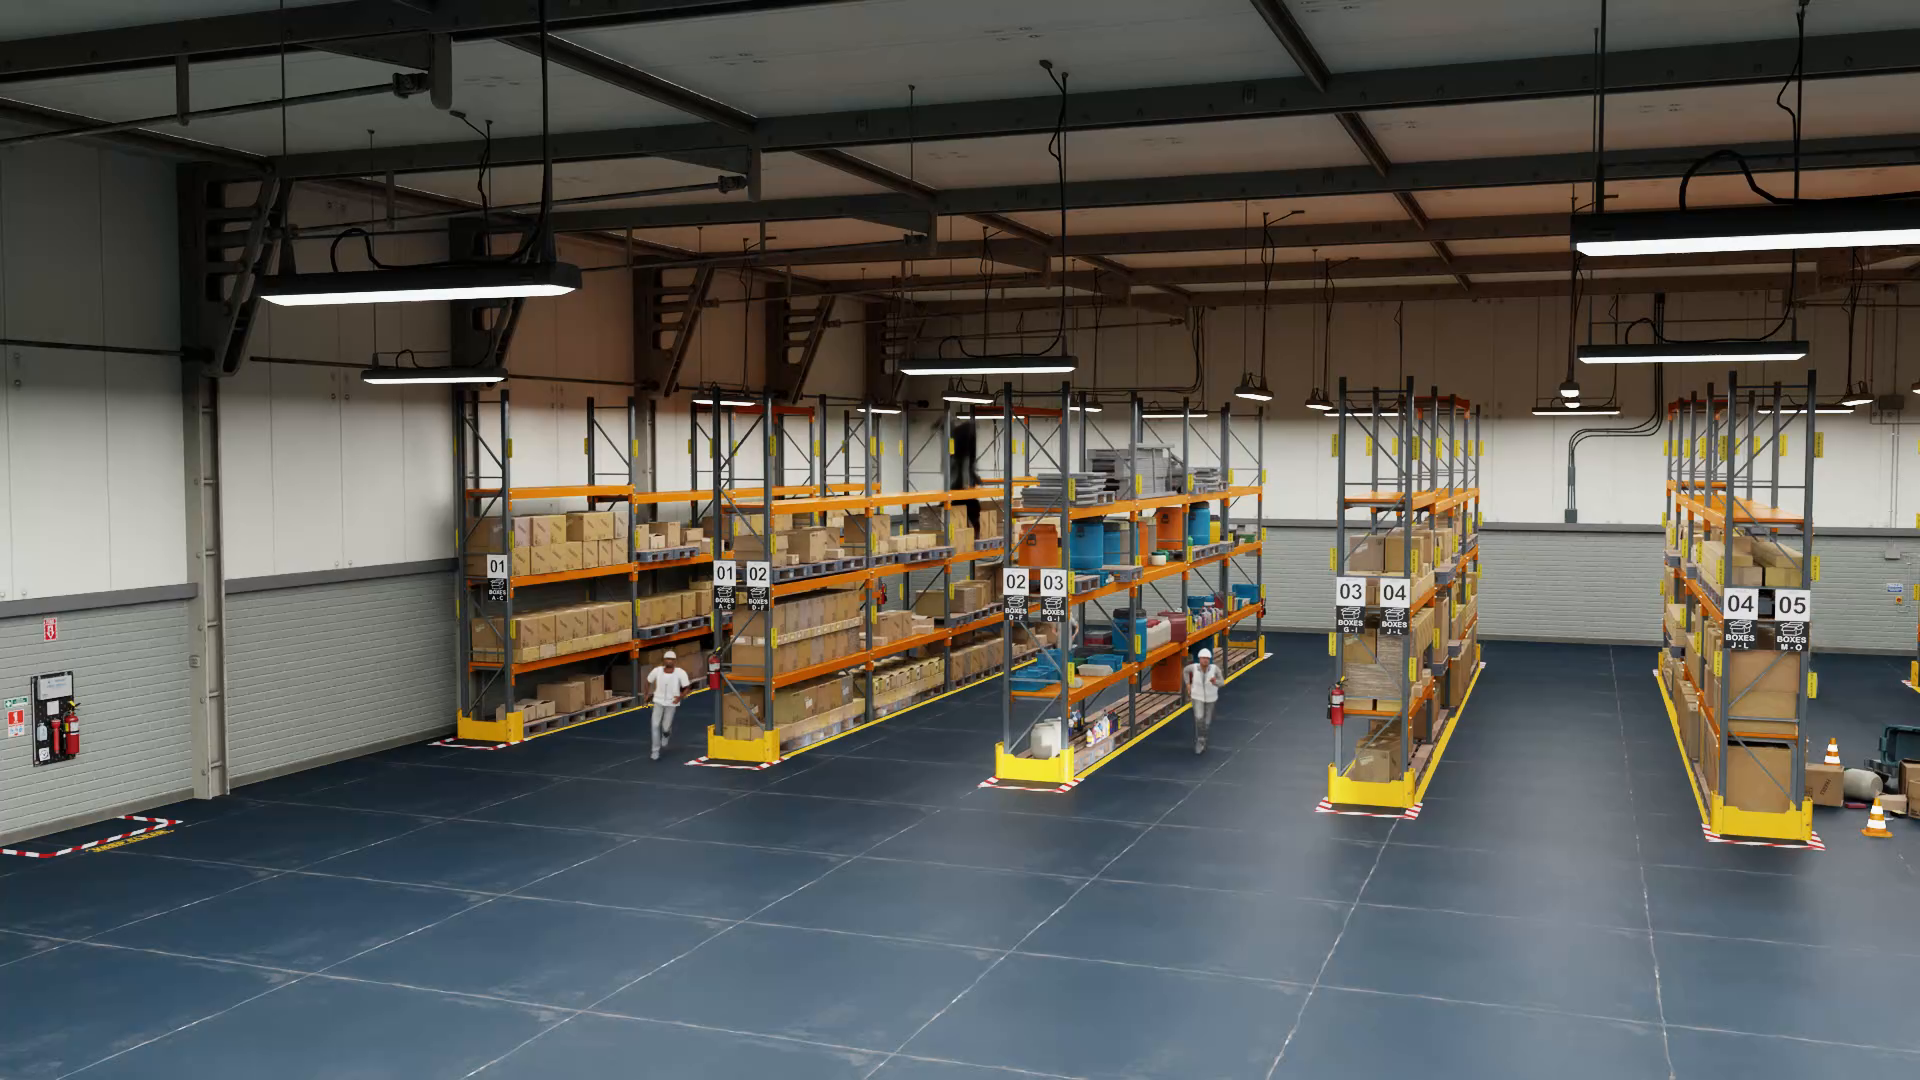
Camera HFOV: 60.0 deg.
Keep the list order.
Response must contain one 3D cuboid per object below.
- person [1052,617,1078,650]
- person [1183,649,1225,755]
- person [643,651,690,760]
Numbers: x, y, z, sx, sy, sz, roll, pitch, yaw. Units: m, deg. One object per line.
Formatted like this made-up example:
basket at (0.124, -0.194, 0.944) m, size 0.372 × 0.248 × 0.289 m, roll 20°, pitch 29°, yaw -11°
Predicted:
person at (2.275, 2.209, 35.913) m, size 0.574 × 1.628 × 0.758 m, roll 1°, pitch 3°, yaw 13°
person at (4.000, 2.627, 27.309) m, size 0.646 × 1.739 × 0.921 m, roll 0°, pitch 3°, yaw 1°
person at (-4.775, 2.665, 27.094) m, size 0.748 × 1.741 × 0.780 m, roll 0°, pitch 3°, yaw -2°
